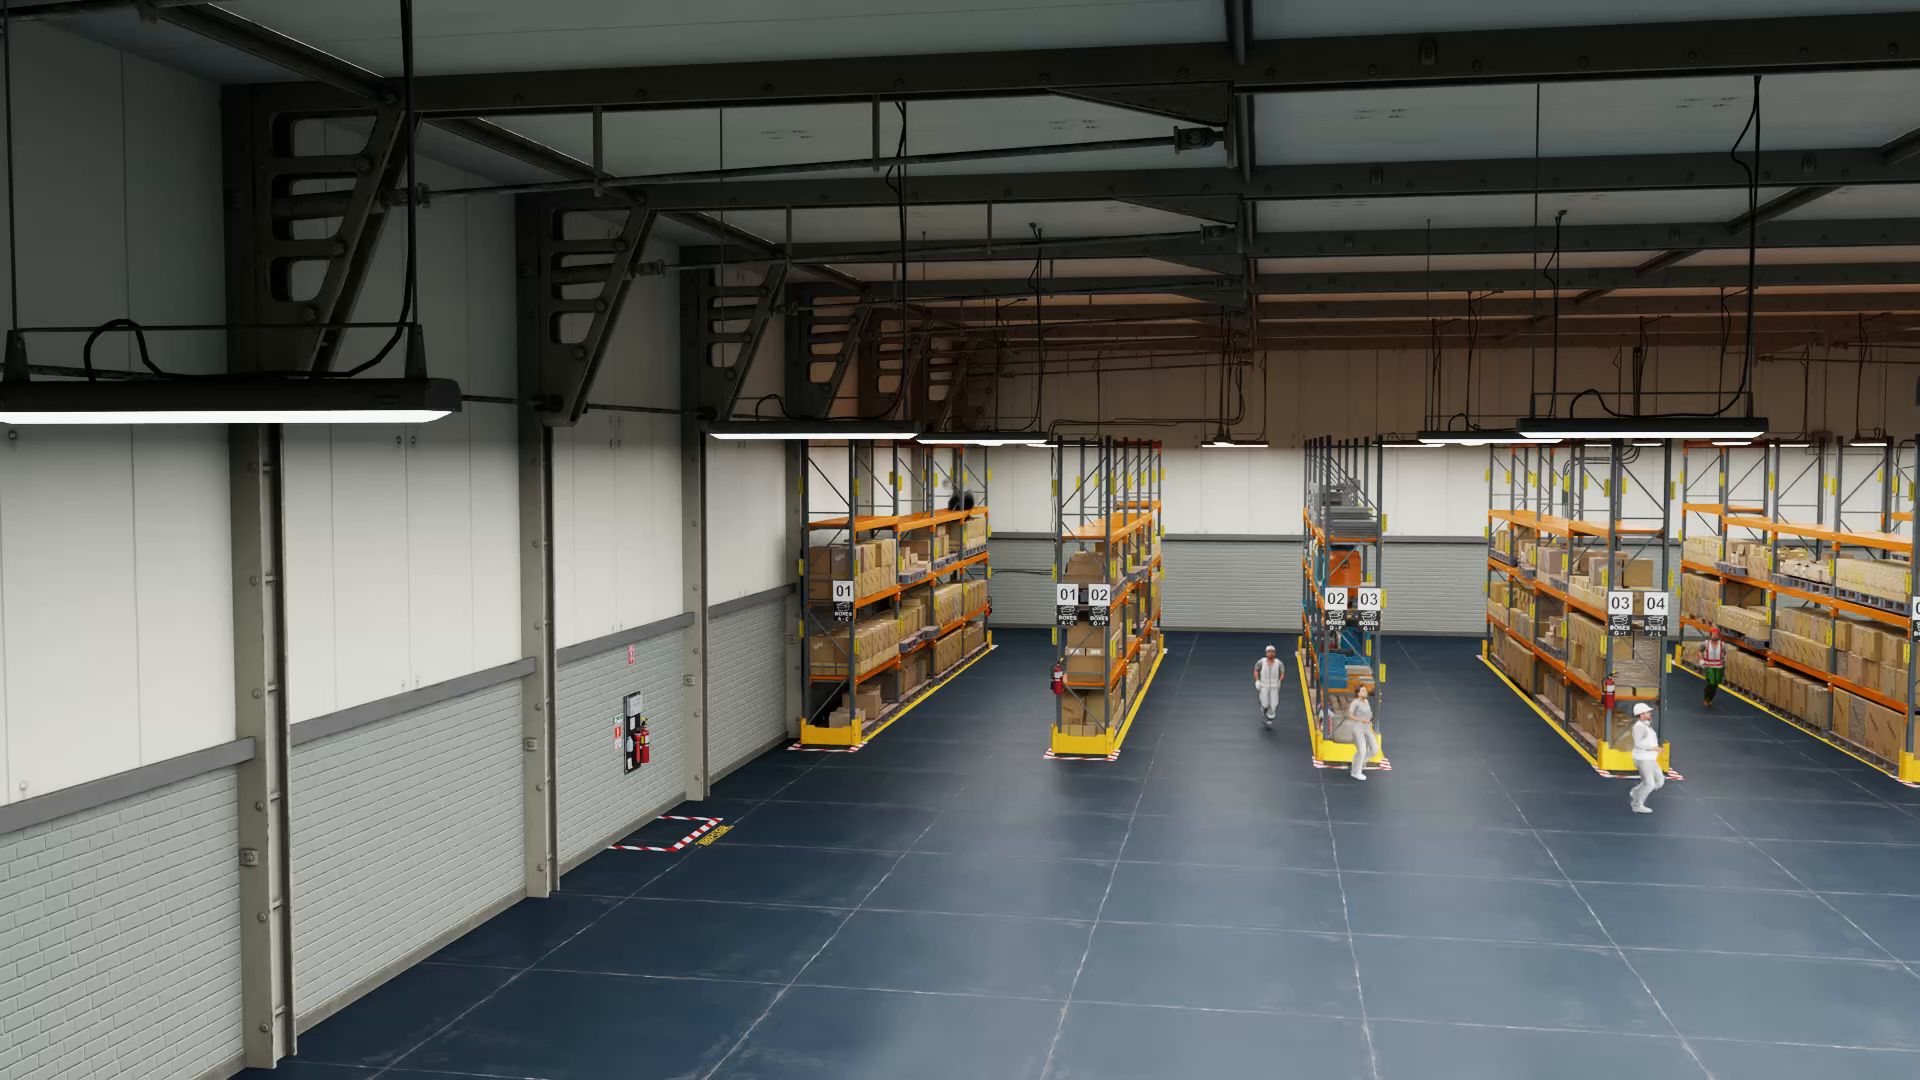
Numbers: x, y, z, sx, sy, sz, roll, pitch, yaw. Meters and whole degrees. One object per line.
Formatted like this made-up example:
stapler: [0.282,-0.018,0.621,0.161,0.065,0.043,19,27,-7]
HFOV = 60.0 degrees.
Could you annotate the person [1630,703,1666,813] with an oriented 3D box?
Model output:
person: [10.845,3.432,26.189,0.583,1.725,0.651,2,4,35]

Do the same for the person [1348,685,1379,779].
person: [7.024,3.341,28.962,0.591,1.641,0.548,-2,4,-35]

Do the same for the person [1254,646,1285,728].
person: [6.349,3.020,34.074,0.608,1.718,0.590,0,3,6]

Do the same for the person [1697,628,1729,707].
person: [16.730,2.841,36.874,0.625,1.762,0.659,1,3,10]
